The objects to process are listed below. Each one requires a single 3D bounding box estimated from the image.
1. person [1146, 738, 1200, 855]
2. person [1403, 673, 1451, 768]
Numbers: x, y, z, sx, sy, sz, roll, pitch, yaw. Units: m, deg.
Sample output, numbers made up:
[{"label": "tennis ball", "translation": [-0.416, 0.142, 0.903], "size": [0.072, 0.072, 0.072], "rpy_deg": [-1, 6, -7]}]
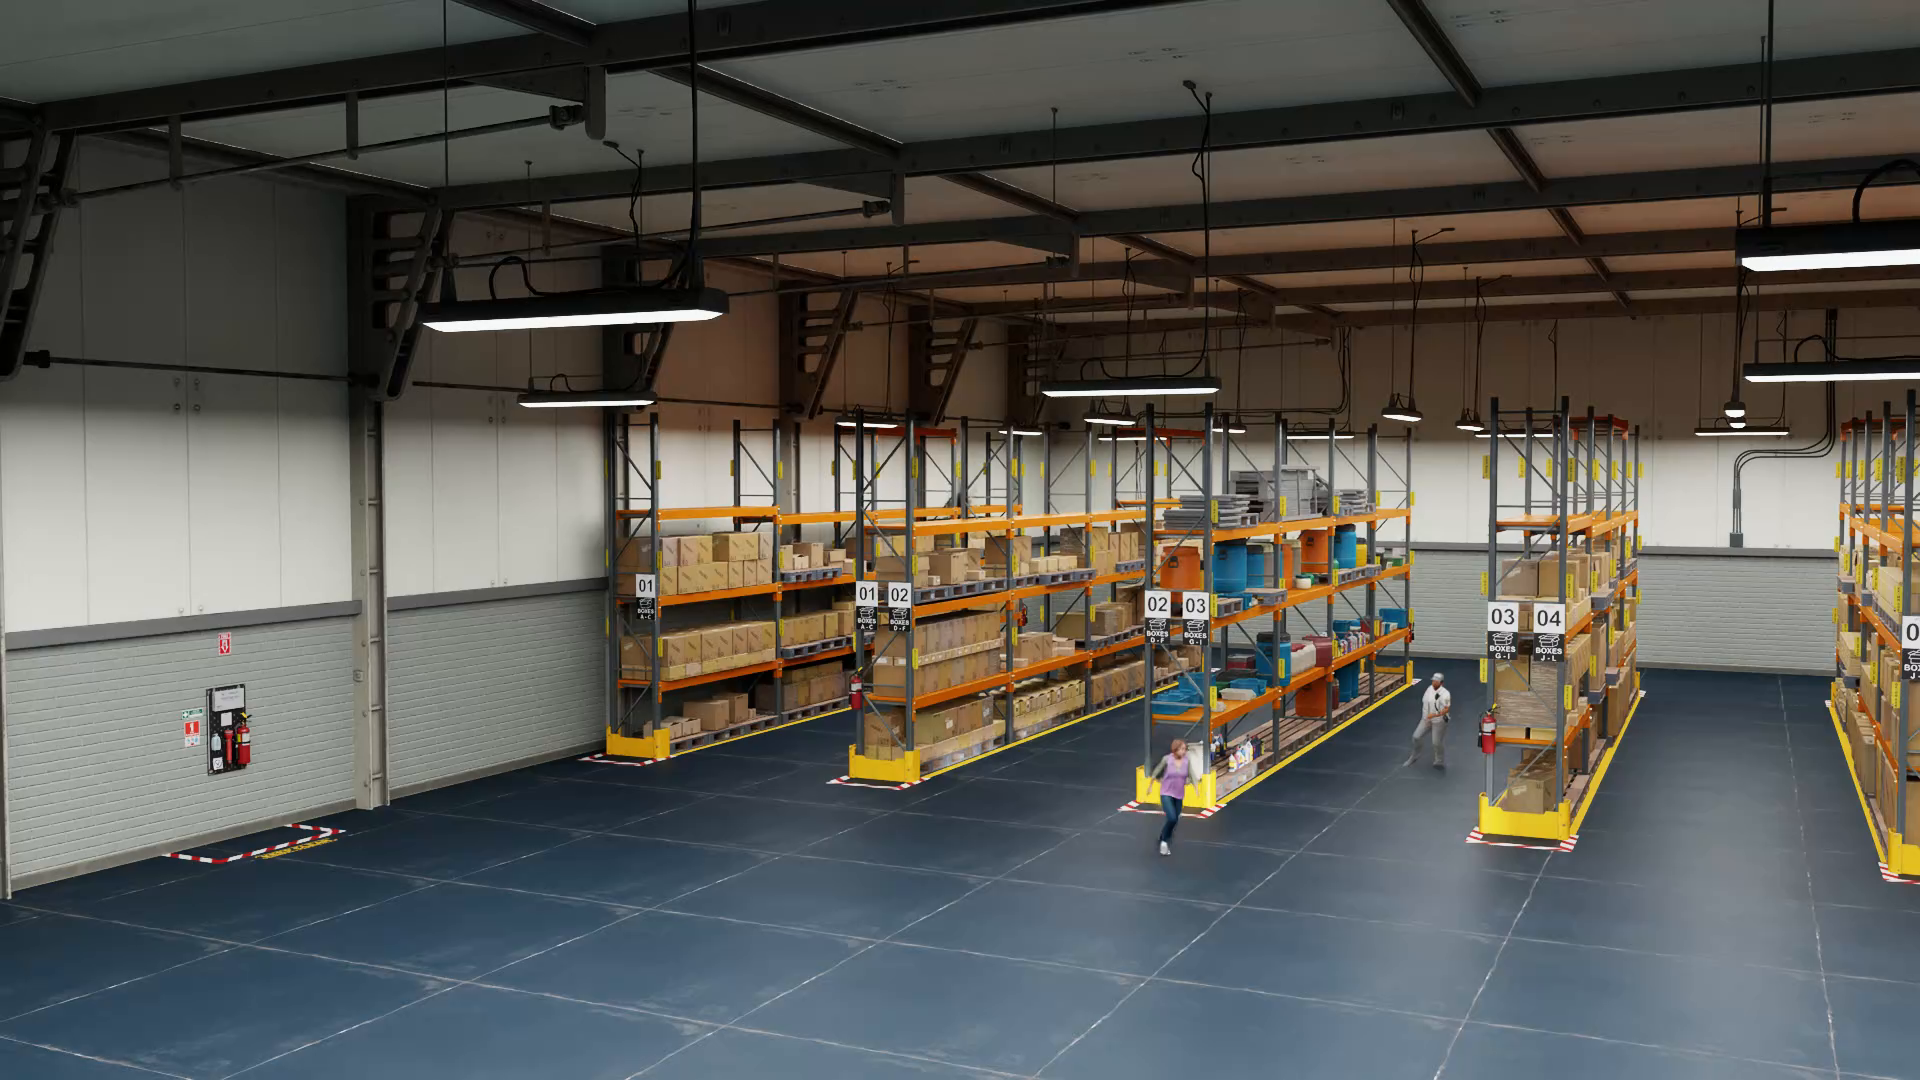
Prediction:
[{"label": "person", "translation": [2.777, 3.322, 21.437], "size": [0.521, 1.554, 0.764], "rpy_deg": [-1, 3, -18]}, {"label": "person", "translation": [7.875, 3.013, 27.788], "size": [0.744, 1.625, 0.753], "rpy_deg": [-2, 3, -44]}]
